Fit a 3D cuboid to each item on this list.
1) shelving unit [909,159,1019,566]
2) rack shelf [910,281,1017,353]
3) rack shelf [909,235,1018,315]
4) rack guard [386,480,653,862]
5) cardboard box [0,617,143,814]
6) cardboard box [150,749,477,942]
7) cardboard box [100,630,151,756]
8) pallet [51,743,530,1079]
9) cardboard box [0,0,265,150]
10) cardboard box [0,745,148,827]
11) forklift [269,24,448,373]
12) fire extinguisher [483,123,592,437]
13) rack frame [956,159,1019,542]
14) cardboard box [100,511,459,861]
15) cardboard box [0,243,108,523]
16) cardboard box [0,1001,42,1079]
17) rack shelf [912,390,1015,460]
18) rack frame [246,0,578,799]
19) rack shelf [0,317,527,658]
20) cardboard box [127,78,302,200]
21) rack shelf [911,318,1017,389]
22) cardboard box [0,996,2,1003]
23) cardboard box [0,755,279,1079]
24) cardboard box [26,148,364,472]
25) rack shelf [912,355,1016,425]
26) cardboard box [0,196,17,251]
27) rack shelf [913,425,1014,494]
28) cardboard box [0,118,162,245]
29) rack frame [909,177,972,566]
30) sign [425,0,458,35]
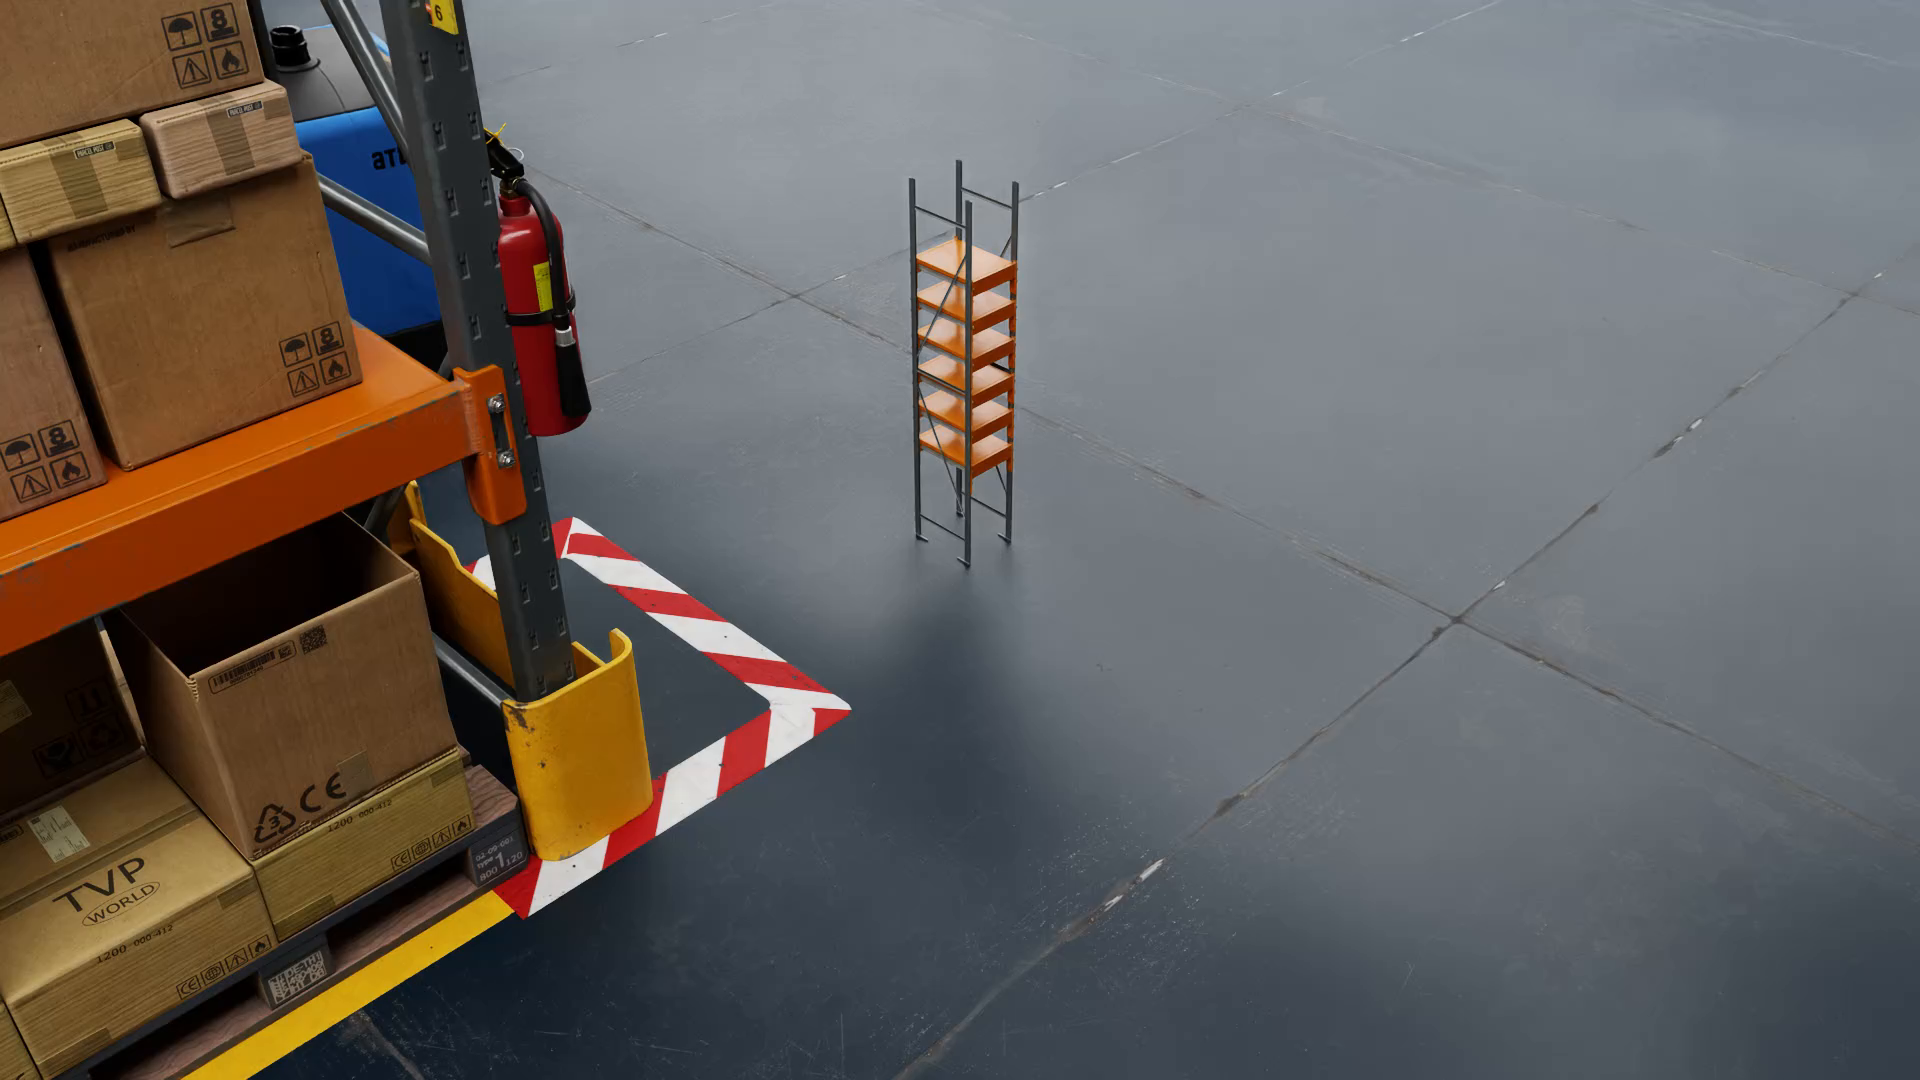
[{"bbox_3d":[0.010,-0.498,4.915,0.258,1.200,0.189,30,45,35],"label":"shelving unit"},{"bbox_3d":[0.010,-0.658,4.803,0.258,0.103,0.180,30,45,35],"label":"rack shelf"},{"bbox_3d":[0.010,-0.757,4.735,0.258,0.103,0.180,30,45,35],"label":"rack shelf"},{"bbox_3d":[-1.300,0.300,4.383,1.175,0.500,0.348,30,45,35],"label":"rack guard"},{"bbox_3d":[-2.203,0.264,3.630,0.500,0.500,0.500,30,45,35],"label":"cardboard box"},{"bbox_3d":[-1.485,0.577,3.837,0.500,0.250,0.500,30,45,35],"label":"cardboard box"},{"bbox_3d":[-1.852,0.368,4.137,0.500,0.250,0.500,30,45,35],"label":"cardboard box"},{"bbox_3d":[-1.826,0.756,3.982,1.003,0.211,1.213,30,45,35],"label":"pallet"},{"bbox_3d":[-1.692,-1.083,2.959,0.500,0.500,0.700,-30,45,-35],"label":"cardboard box"},{"bbox_3d":[-2.202,0.573,3.843,0.500,0.250,0.500,30,45,35],"label":"cardboard box"},{"bbox_3d":[-3.169,-1.537,4.892,3.031,2.935,1.130,-21,40,-28],"label":"forklift"},{"bbox_3d":[-0.904,-0.545,3.476,0.296,0.674,0.183,30,45,35],"label":"fire extinguisher"},{"bbox_3d":[0.075,-0.535,4.968,0.240,1.200,0.006,30,45,35],"label":"rack frame"},{"bbox_3d":[-1.483,0.270,3.621,0.500,0.500,0.500,30,45,35],"label":"cardboard box"},{"bbox_3d":[-2.021,-0.357,3.052,0.500,0.500,0.700,-29,44,-35],"label":"cardboard box"},{"bbox_3d":[-2.179,0.988,3.247,0.500,0.250,0.500,30,45,35],"label":"cardboard box"},{"bbox_3d":[0.010,-0.363,5.009,0.258,0.103,0.180,30,45,35],"label":"rack shelf"},{"bbox_3d":[-1.317,-0.715,3.654,1.000,3.000,0.127,30,45,35],"label":"rack frame"},{"bbox_3d":[-2.726,0.391,2.695,1.077,0.370,4.000,30,45,35],"label":"rack shelf"},{"bbox_3d":[-1.450,-0.791,3.107,0.380,0.149,0.250,29,44,35],"label":"cardboard box"},{"bbox_3d":[0.010,-0.560,4.872,0.258,0.103,0.180,30,45,35],"label":"rack shelf"},{"bbox_3d":[-2.177,0.682,3.031,0.500,0.500,0.500,30,45,35],"label":"cardboard box"},{"bbox_3d":[-1.828,0.785,3.539,0.500,0.250,0.500,30,45,35],"label":"cardboard box"},{"bbox_3d":[-1.654,-0.572,3.361,0.700,0.500,0.500,30,45,35],"label":"cardboard box"},{"bbox_3d":[0.010,-0.462,4.941,0.258,0.103,0.180,30,45,35],"label":"rack shelf"},{"bbox_3d":[-1.814,-0.580,2.805,0.380,0.149,0.250,29,44,35],"label":"cardboard box"},{"bbox_3d":[0.010,-0.265,5.078,0.258,0.103,0.180,30,45,35],"label":"rack shelf"},{"bbox_3d":[-1.634,-0.684,2.954,0.250,0.149,0.380,-29,44,-35],"label":"cardboard box"},{"bbox_3d":[-0.054,-0.461,4.862,0.240,1.200,0.006,30,45,35],"label":"rack frame"},{"bbox_3d":[-0.941,-1.063,2.933,0.100,0.325,0.005,30,45,35],"label":"sign"}]
